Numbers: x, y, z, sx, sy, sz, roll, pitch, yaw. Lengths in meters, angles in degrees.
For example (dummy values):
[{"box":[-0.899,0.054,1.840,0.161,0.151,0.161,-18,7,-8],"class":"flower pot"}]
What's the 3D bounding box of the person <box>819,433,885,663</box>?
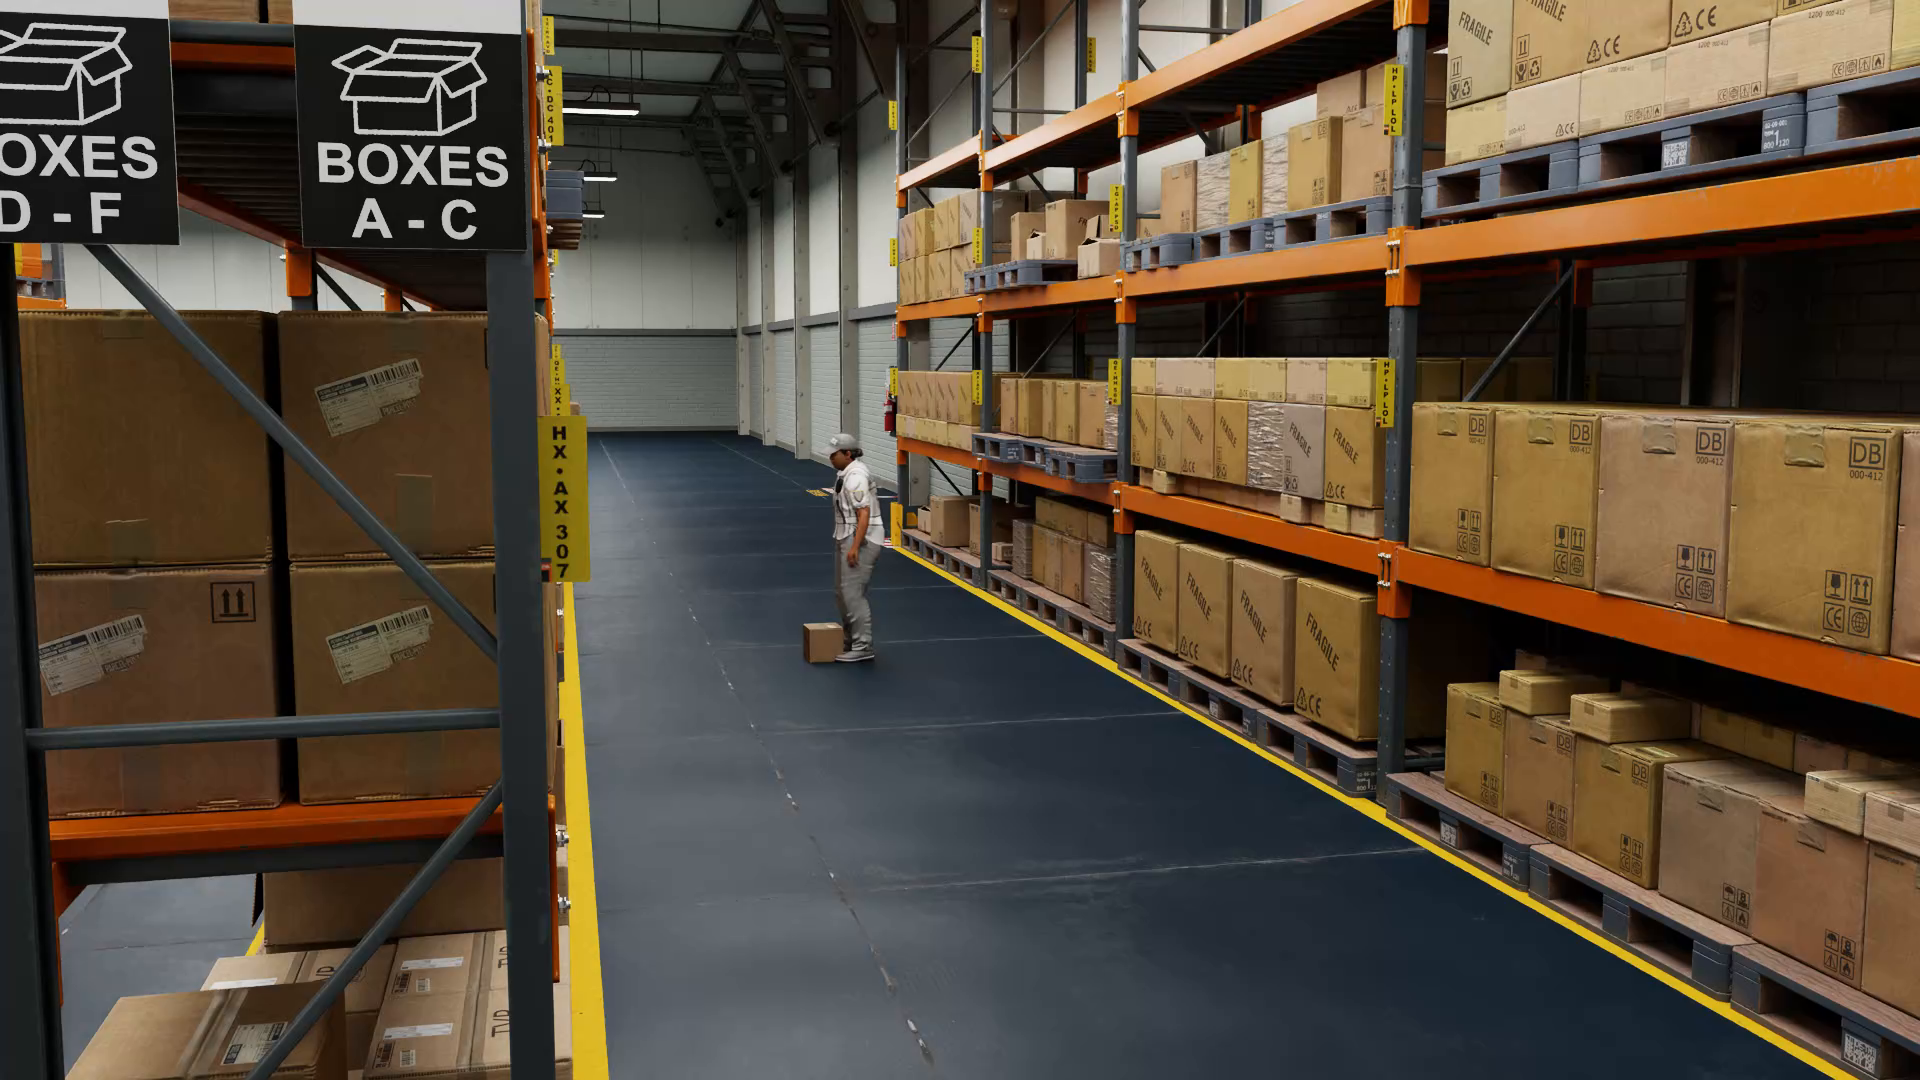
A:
[{"box":[-0.802,0.045,12.239,0.468,1.666,0.541,-2,6,-14],"class":"person"}]
